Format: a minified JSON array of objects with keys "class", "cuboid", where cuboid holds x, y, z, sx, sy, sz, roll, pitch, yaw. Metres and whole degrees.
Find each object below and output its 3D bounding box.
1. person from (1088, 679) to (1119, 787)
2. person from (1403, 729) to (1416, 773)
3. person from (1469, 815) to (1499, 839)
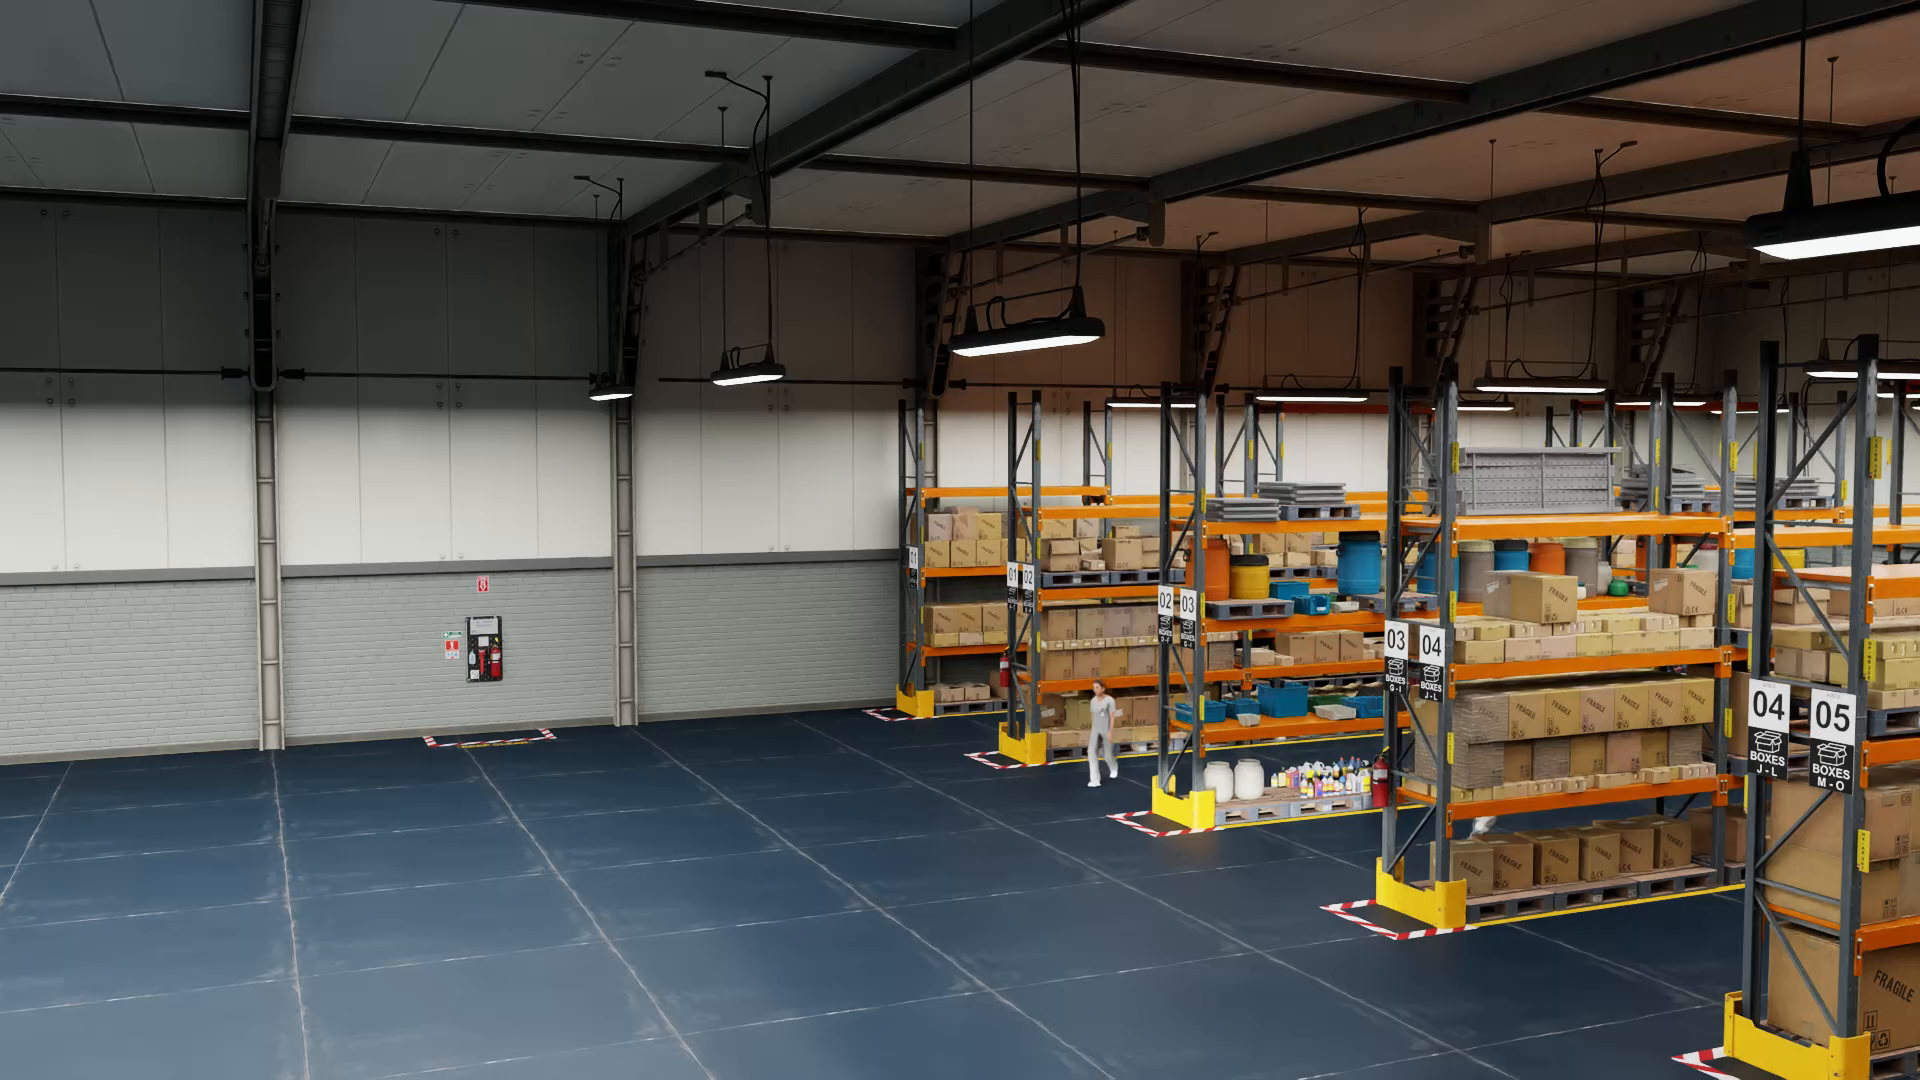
[{"class":"person","cuboid":[2.153,2.895,25.175,0.443,1.581,0.949,2,4,29]},{"class":"person","cuboid":[7.128,2.843,25.512,0.460,1.607,0.894,-2,4,-24]},{"class":"person","cuboid":[6.539,3.054,20.878,0.551,1.787,0.573,-1,4,-24]}]
